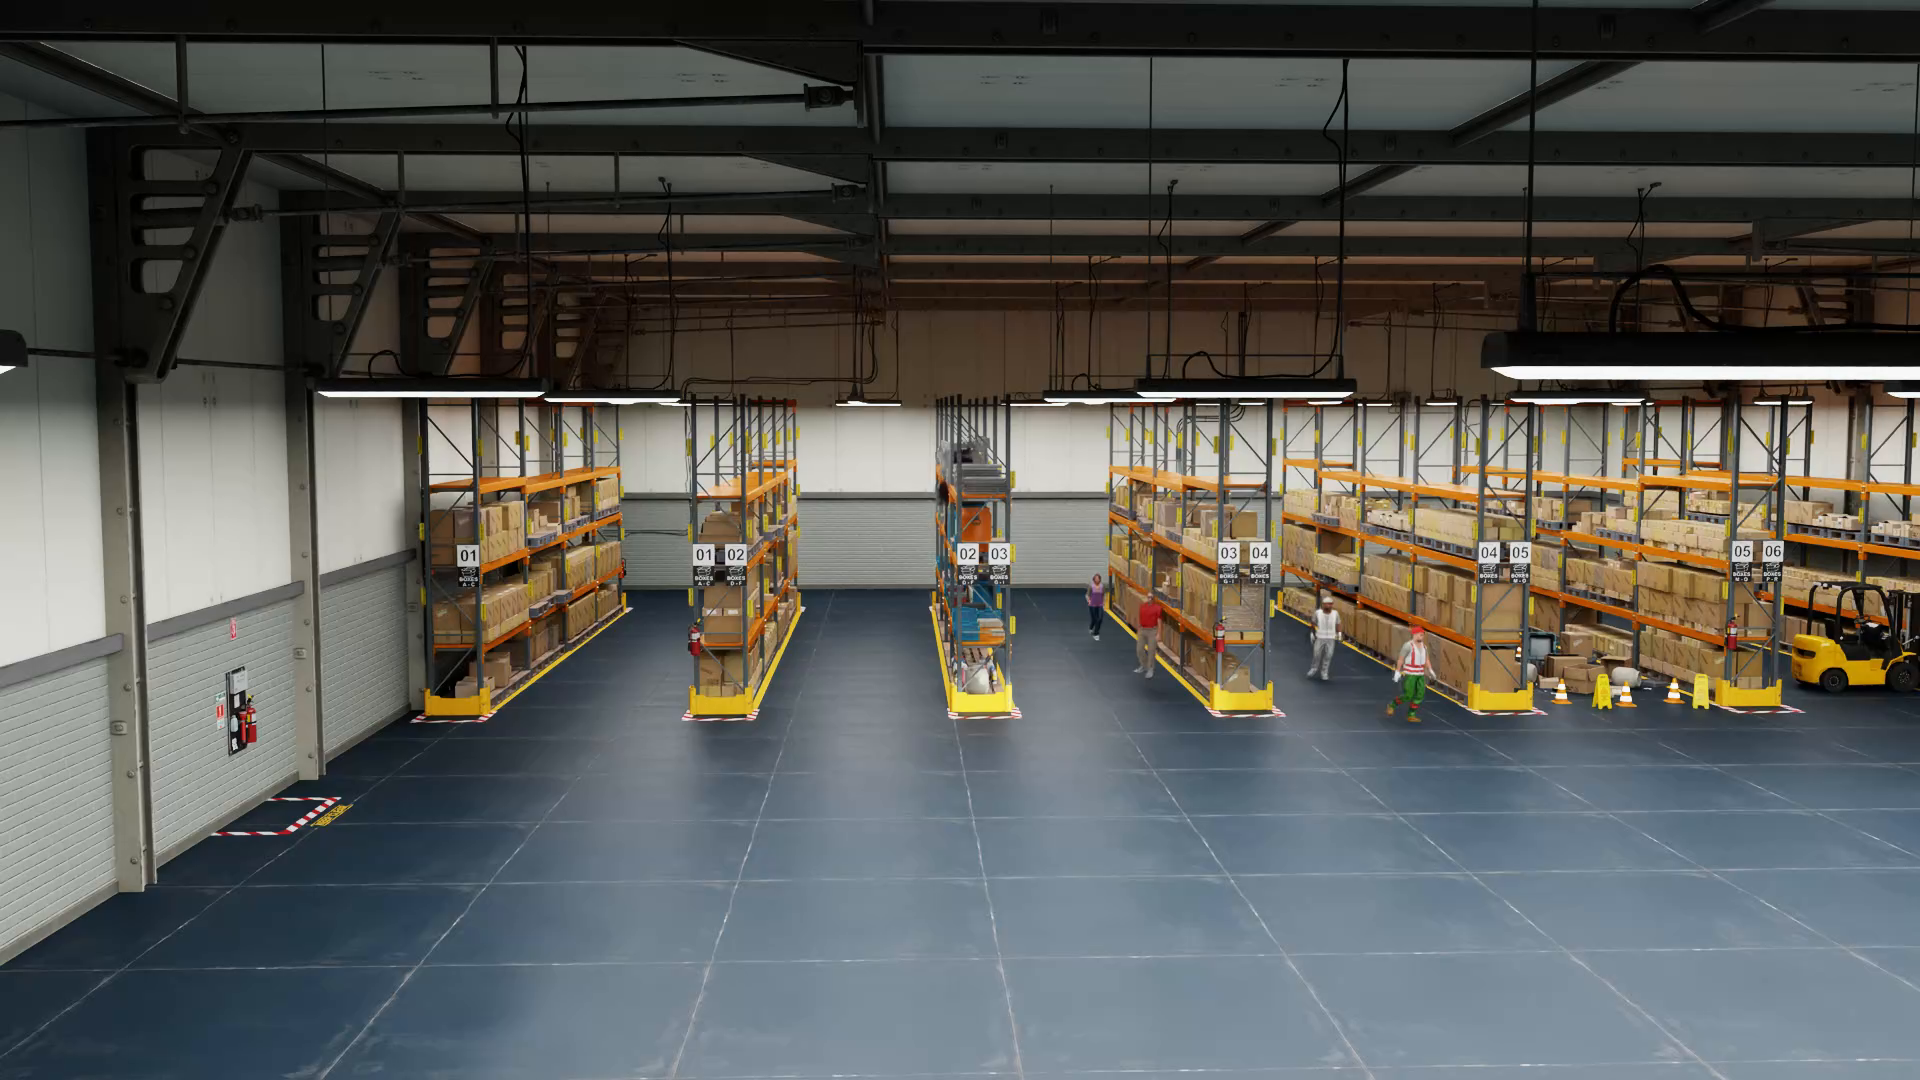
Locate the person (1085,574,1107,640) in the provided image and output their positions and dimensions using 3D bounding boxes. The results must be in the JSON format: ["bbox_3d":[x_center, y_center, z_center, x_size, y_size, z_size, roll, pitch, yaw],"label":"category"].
[{"bbox_3d":[3.226,1.571,39.418,0.520,1.555,0.562,-1,5,-9],"label":"person"}]

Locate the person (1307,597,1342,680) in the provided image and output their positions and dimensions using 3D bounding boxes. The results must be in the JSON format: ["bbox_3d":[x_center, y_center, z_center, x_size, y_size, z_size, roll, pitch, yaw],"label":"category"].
[{"bbox_3d":[7.707,2.085,35.078,0.691,1.768,0.704,0,5,4],"label":"person"}]

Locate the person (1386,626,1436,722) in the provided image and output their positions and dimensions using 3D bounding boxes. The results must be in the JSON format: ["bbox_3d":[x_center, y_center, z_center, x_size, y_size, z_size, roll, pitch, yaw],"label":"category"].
[{"bbox_3d":[8.251,2.447,30.416,0.705,1.758,0.653,-3,5,-32],"label":"person"}]

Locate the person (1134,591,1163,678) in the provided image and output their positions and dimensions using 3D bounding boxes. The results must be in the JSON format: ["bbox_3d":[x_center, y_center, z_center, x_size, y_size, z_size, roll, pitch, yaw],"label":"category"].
[{"bbox_3d":[3.847,1.919,33.976,0.655,1.766,0.489,3,5,32],"label":"person"}]
